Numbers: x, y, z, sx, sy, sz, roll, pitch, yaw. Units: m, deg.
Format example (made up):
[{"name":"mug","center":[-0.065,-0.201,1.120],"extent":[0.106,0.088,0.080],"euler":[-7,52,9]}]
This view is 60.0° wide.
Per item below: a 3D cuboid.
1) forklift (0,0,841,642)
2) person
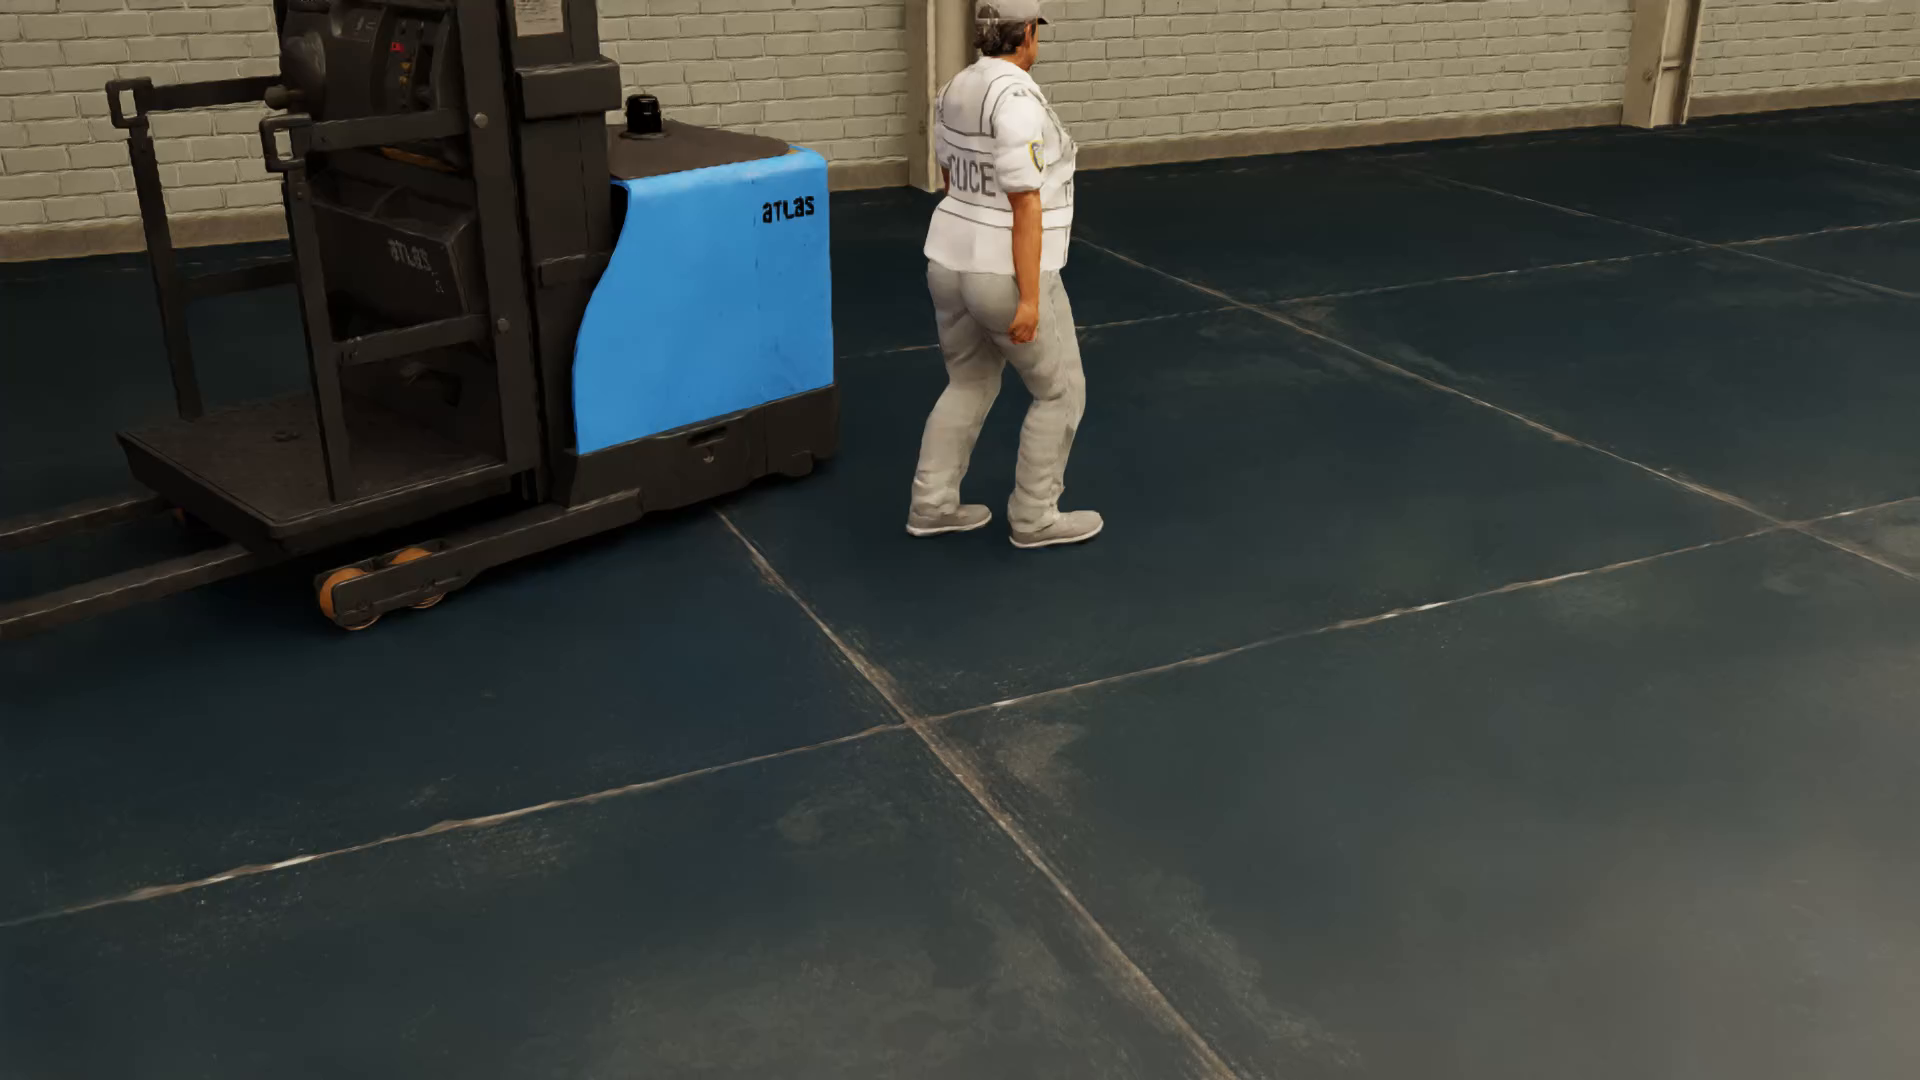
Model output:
[{"name":"forklift","center":[-1.803,-1.332,4.492],"extent":[1.130,2.935,3.031],"euler":[21,30,41]},{"name":"person","center":[0.116,-0.779,4.862],"extent":[0.526,1.640,0.624],"euler":[-13,26,-29]}]
